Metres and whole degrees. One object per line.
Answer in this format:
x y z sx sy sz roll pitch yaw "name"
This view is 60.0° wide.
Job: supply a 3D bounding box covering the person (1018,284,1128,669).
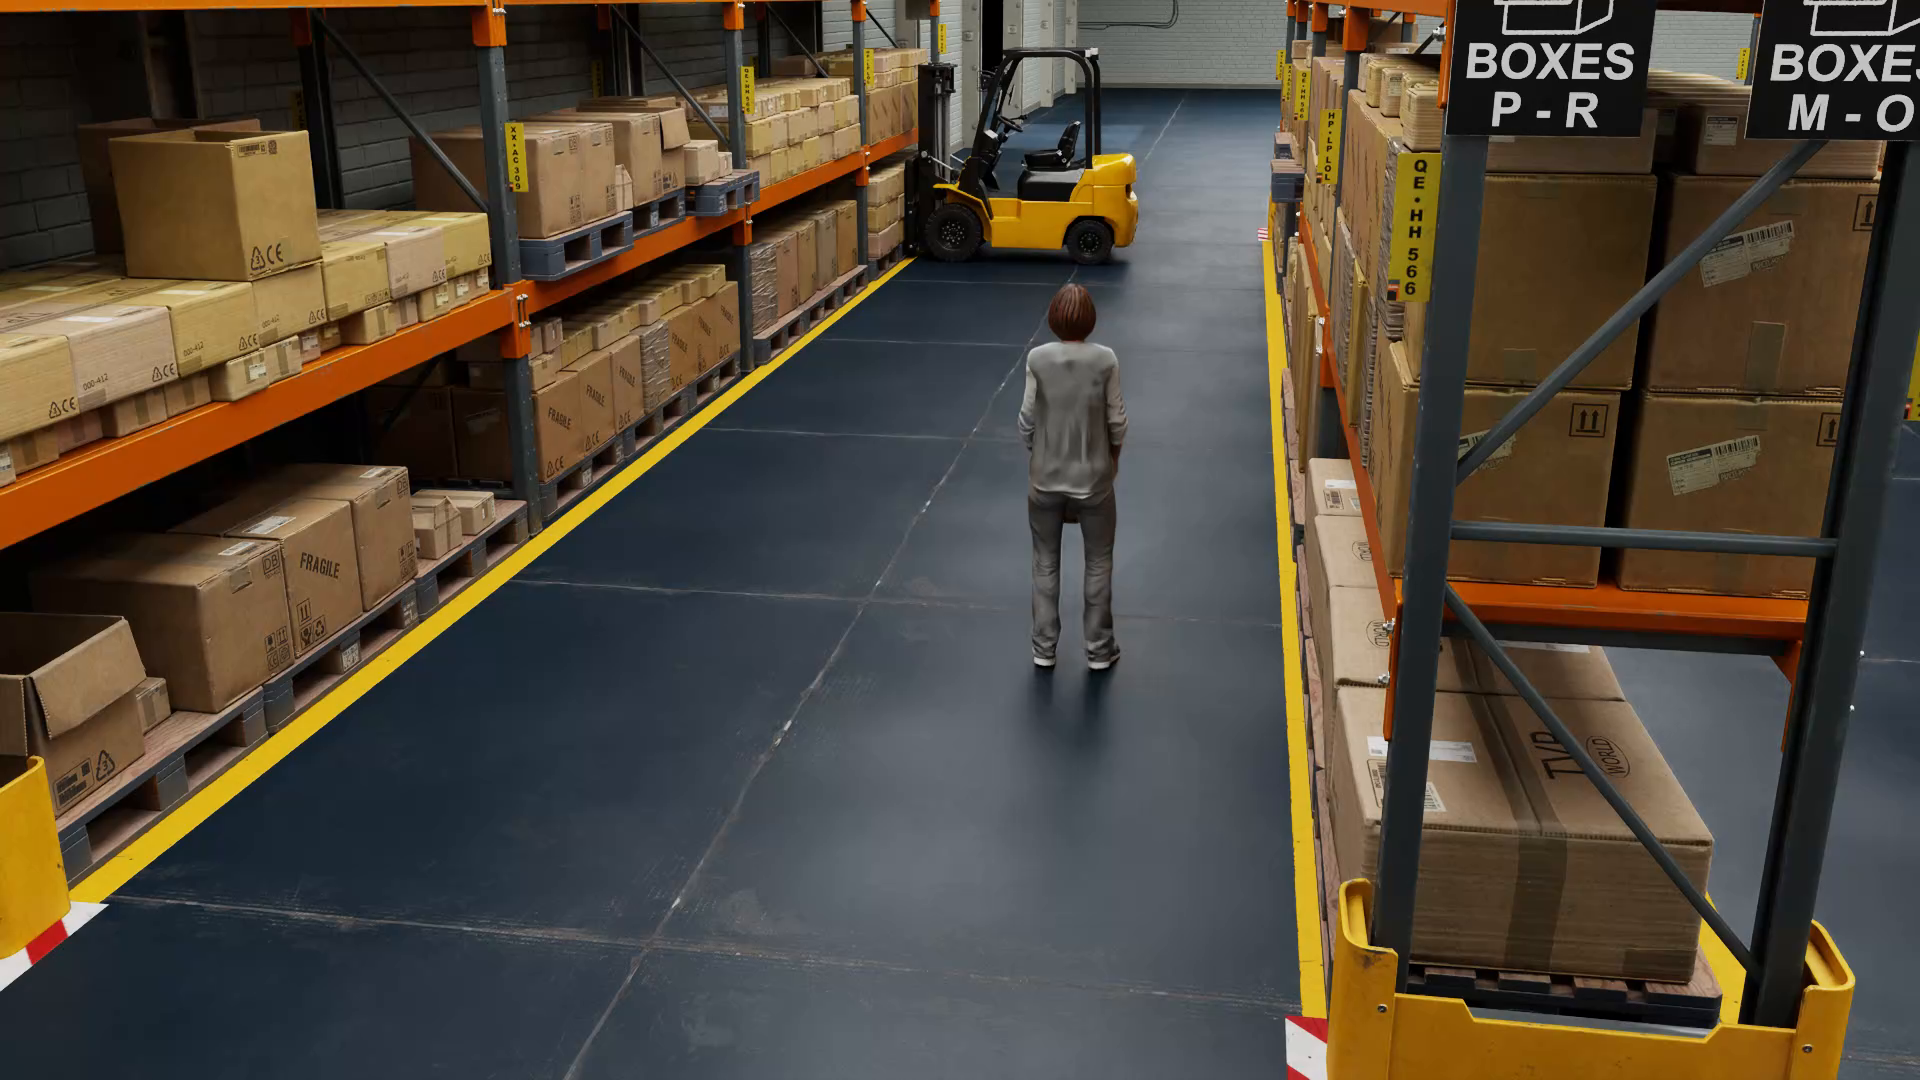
0.458 -0.249 6.817 0.445 1.602 0.371 3 18 9 "person"
